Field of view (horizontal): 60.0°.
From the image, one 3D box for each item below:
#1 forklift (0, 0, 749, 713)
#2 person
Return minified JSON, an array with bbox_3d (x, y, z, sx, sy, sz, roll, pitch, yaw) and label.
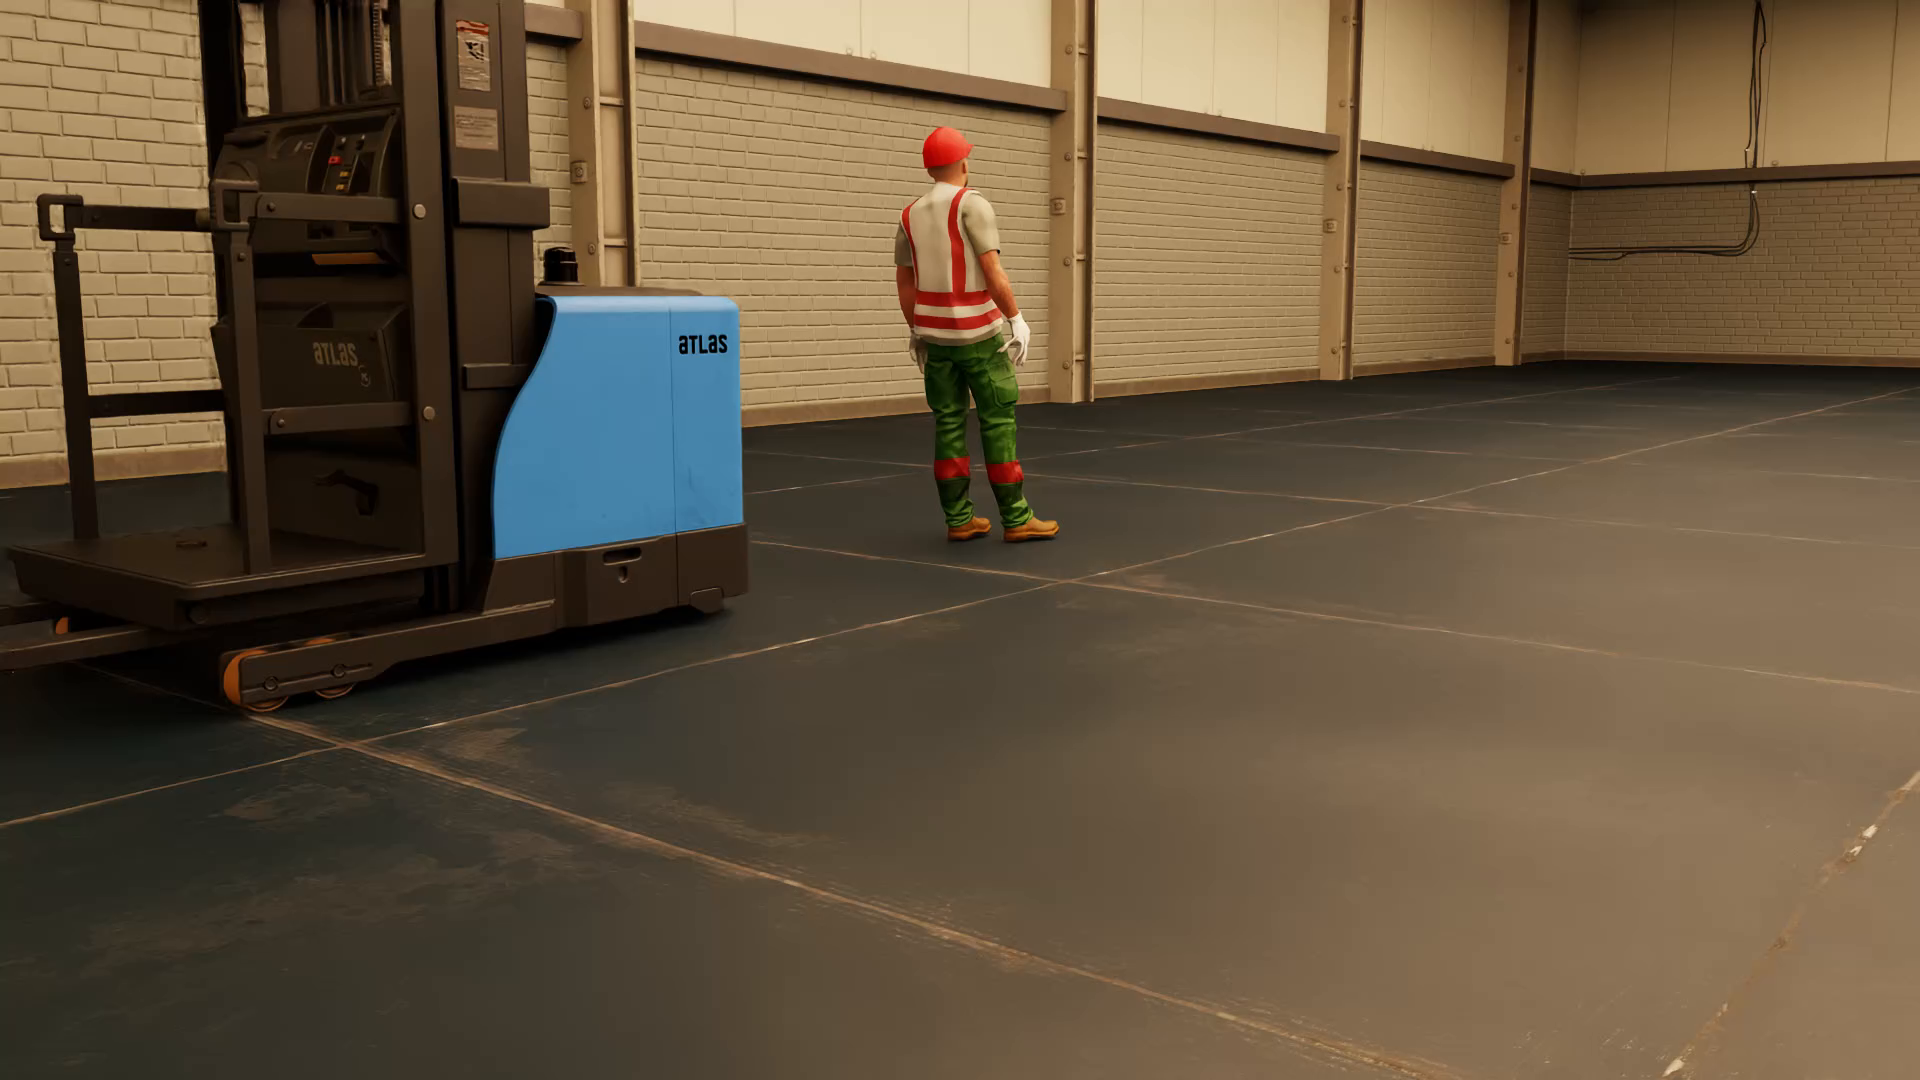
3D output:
[{"bbox_3d":[-2.042,-1.081,4.671,1.130,2.935,3.031,7,11,39],"label":"forklift"},{"bbox_3d":[0.060,-0.900,7.328,0.637,1.787,0.564,7,11,38],"label":"person"}]
